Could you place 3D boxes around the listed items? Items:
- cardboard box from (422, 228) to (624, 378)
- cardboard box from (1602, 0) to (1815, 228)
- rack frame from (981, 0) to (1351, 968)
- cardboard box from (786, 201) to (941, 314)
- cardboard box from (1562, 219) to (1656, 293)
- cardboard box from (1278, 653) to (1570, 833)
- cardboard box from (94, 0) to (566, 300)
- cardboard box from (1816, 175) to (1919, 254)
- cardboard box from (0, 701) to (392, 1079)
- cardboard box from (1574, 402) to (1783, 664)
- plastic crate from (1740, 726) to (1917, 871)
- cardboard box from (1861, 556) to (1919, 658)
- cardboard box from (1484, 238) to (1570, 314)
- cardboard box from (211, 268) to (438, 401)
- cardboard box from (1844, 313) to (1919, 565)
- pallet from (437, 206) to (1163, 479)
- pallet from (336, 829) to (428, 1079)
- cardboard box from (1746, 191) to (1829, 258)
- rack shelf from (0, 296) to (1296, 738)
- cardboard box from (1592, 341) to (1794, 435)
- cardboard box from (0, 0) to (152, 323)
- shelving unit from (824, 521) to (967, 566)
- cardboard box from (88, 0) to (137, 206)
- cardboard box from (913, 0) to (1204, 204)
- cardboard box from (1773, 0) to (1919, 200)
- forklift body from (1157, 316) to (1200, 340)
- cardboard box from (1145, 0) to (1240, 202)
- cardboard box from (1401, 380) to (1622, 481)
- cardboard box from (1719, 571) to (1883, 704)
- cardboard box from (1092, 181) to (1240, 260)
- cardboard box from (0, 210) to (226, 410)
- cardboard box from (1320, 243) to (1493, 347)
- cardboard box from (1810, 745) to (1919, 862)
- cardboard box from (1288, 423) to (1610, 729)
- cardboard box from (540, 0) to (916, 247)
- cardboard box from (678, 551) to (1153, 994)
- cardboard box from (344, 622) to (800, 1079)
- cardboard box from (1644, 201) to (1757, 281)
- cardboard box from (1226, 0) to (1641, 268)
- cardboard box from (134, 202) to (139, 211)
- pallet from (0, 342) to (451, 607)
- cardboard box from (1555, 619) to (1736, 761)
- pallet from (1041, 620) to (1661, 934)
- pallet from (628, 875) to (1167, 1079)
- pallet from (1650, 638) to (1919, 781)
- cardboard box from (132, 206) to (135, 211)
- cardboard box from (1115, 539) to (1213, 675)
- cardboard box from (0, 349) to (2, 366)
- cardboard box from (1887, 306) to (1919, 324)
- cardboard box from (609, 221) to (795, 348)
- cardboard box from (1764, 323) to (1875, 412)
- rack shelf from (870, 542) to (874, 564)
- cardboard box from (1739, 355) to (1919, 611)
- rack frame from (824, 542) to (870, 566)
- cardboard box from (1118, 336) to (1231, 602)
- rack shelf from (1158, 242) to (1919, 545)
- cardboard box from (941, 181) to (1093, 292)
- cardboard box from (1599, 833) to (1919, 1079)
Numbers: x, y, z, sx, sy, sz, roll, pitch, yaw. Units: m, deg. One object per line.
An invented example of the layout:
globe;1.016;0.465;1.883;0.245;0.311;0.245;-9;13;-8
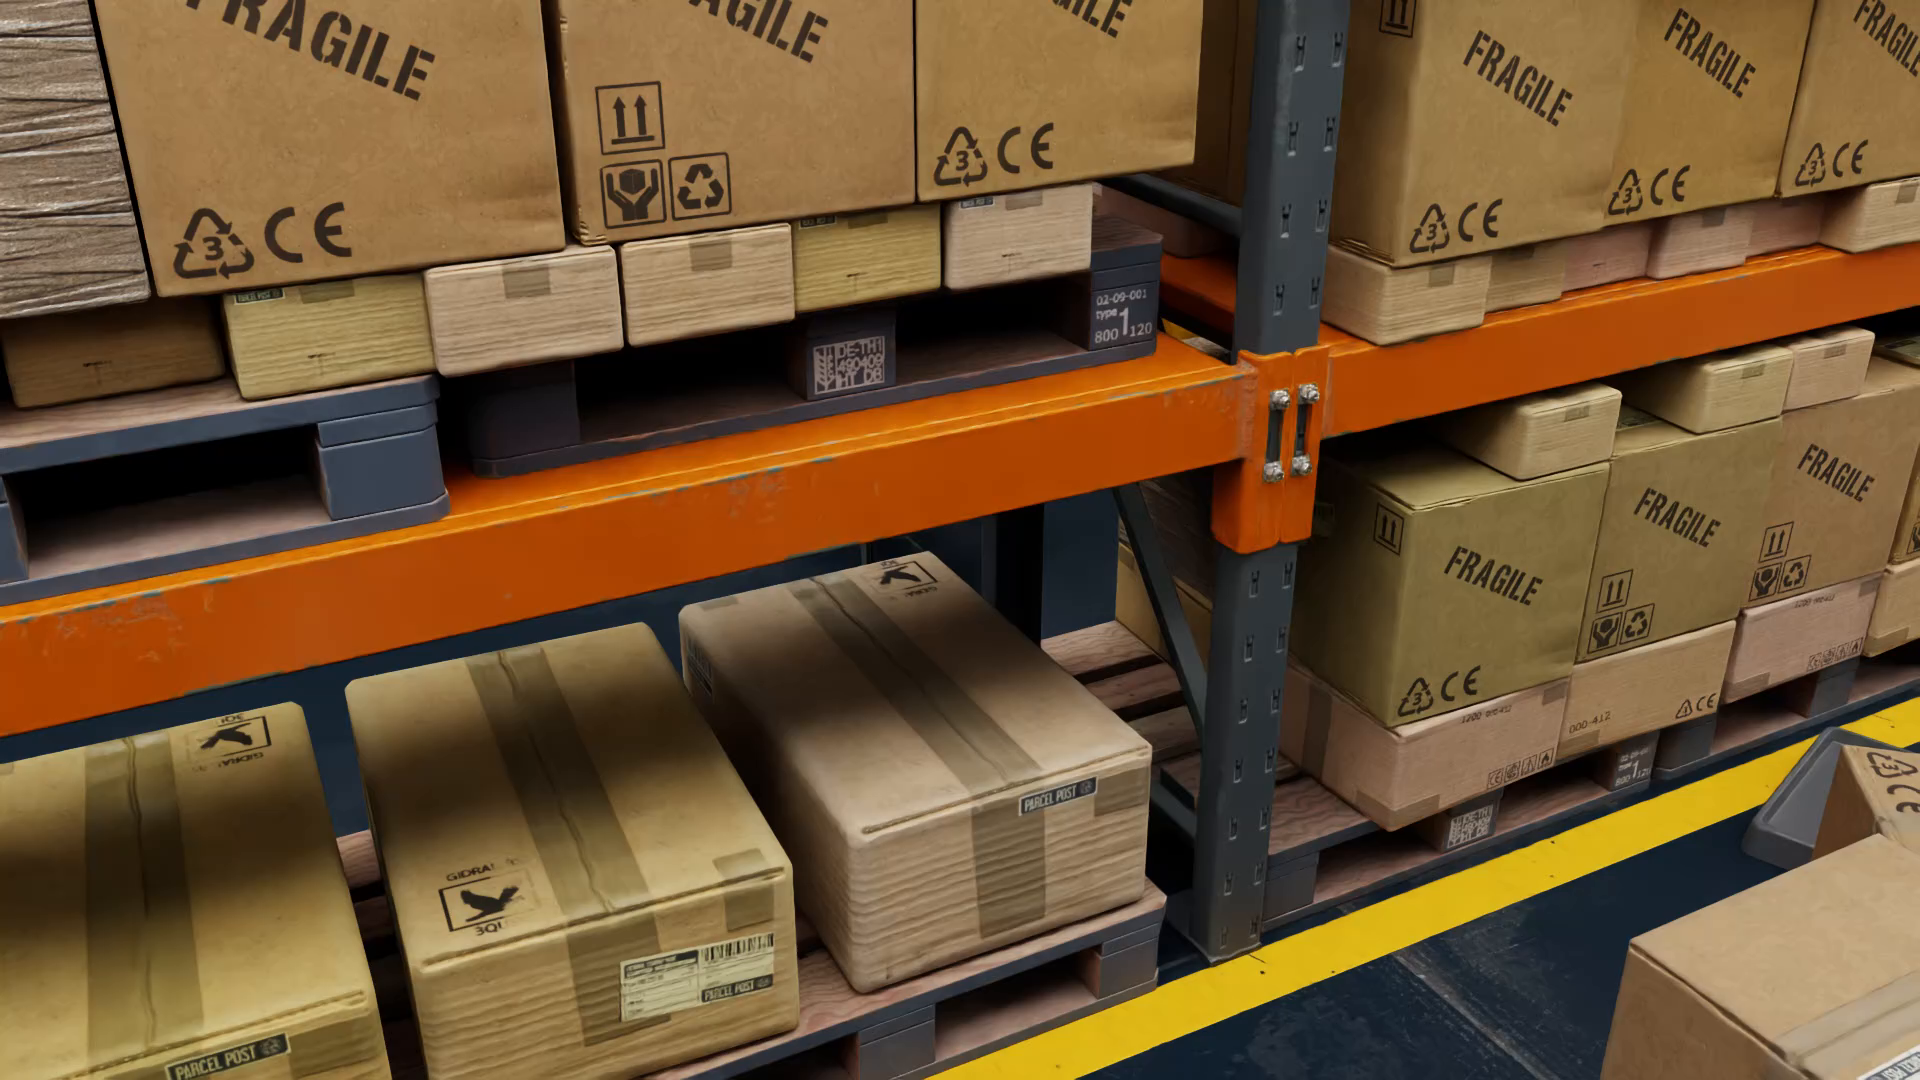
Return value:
cardboard box;-0.662;-0.376;2.372;0.250;0.149;0.380;-13;28;-25
cardboard box;1.289;-0.950;3.303;0.500;0.500;0.500;-13;29;-25
rack frame;0.337;-0.676;3.193;0.127;3.000;1.000;-13;29;-25
cardboard box;-0.228;-0.495;2.621;0.250;0.149;0.380;-14;29;-27
cardboard box;1.185;-0.642;3.411;0.250;0.149;0.380;-13;29;-25
cardboard box;0.985;0.357;3.733;0.500;0.250;0.500;-14;29;-27
cardboard box;-0.858;-0.659;2.212;0.500;0.500;0.500;-12;28;-23
cardboard box;1.899;-0.762;3.661;0.250;0.149;0.380;-13;28;-25
cardboard box;-1.370;0.717;2.842;0.625;0.372;0.950;-12;28;-23
cardboard box;1.452;-0.095;3.807;0.500;0.500;0.500;-12;28;-23
plastic crate;2.108;0.633;3.838;0.402;0.080;0.583;21;33;37
cardboard box;2.360;0.038;4.397;0.500;0.250;0.500;-14;29;-27
cardboard box;0.965;-0.576;3.274;0.250;0.149;0.380;-12;28;-24
cardboard box;-0.894;-0.340;2.297;0.250;0.149;0.380;-13;29;-25
cardboard box;2.375;-0.308;4.252;0.500;0.500;0.500;-14;29;-26
pallet;-0.406;-0.490;3.026;1.213;0.211;1.003;-13;29;-25
pallet;-1.427;0.990;2.944;1.213;0.211;1.003;-13;29;-25
cardboard box;1.640;-0.745;3.626;0.250;0.149;0.380;-13;29;-25
rack shelf;-1.428;0.055;2.500;4.000;0.370;1.077;-13;29;-25
cardboard box;1.576;-0.381;3.655;0.250;0.149;0.380;-12;28;-23
cardboard box;-1.319;-0.552;1.989;0.500;0.500;0.500;-14;29;-27
shelving unit;-0.146;-0.913;4.725;0.503;2.100;0.431;-13;29;-25
cardboard box;-1.544;-0.752;2.407;0.500;0.500;0.500;-14;29;-27
cardboard box;0.038;-0.863;2.637;0.500;0.500;0.500;-14;29;-26
cardboard box;1.738;-1.047;3.506;0.500;0.500;0.500;-13;29;-26
forklift body;0.713;-1.920;6.764;1.214;2.155;2.313;-13;29;-25
cardboard box;0.612;-1.041;3.493;0.500;0.500;0.500;-14;29;-26
cardboard box;1.123;-0.276;3.435;0.250;0.149;0.380;-13;28;-24
cardboard box;1.917;0.135;4.195;0.500;0.250;0.500;-13;29;-26
cardboard box;0.477;-0.745;3.626;0.250;0.149;0.380;-13;29;-26
cardboard box;-1.175;-0.325;2.267;0.250;0.149;0.380;-14;29;-27
cardboard box;0.766;-0.505;3.126;0.250;0.149;0.380;-13;29;-25
cardboard box;1.923;0.751;3.105;0.500;0.500;0.500;5;26;11
cardboard box;0.985;0.019;3.570;0.500;0.500;0.500;-12;28;-23
cardboard box;-0.399;-0.761;2.426;0.500;0.500;0.500;-13;28;-25
cardboard box;-0.124;0.427;3.446;0.625;0.372;0.950;-13;28;-24
cardboard box;-0.757;0.575;3.138;0.625;0.372;0.950;-11;28;-22
cardboard box;1.419;-0.679;3.488;0.250;0.149;0.380;-12;28;-24
cardboard box;0.857;-0.839;3.072;0.500;0.500;0.500;-13;29;-25
cardboard box;-1.203;-0.540;2.714;0.250;0.149;0.380;-13;28;-25
pallet;-1.465;-0.194;2.410;1.213;0.211;1.003;-13;29;-25
cardboard box;1.451;0.244;3.968;0.500;0.250;0.500;-11;28;-22
pallet;0.913;0.431;4.109;1.213;0.211;1.003;-13;29;-25
pallet;-0.349;0.740;3.465;1.213;0.211;1.003;-13;29;-25
pallet;1.991;0.180;4.630;1.213;0.211;1.003;-13;29;-25
cardboard box;-3.145;-1.424;7.009;0.625;0.625;0.875;-13;29;-26
cardboard box;0.732;0.151;4.162;0.500;0.250;0.500;-12;28;-23
cardboard box;-1.369;-0.243;2.096;0.250;0.149;0.380;-12;28;-23
cardboard box;2.534;-0.605;4.120;0.250;0.149;0.380;-12;28;-23
cardboard box;-0.439;-0.429;2.483;0.250;0.149;0.380;-14;29;-26
cardboard box;1.812;-0.437;3.771;0.250;0.149;0.380;-11;28;-22
rack shelf;-0.146;-0.270;5.034;0.480;0.518;0.431;-13;29;-25
cardboard box;1.910;-0.200;4.025;0.500;0.500;0.500;-11;28;-22
rack frame;-0.361;-0.863;4.622;0.015;2.100;0.400;-13;29;-25
cardboard box;0.733;-0.187;3.999;0.500;0.500;0.500;-13;29;-26
rack shelf;2.102;-0.759;4.197;4.000;0.370;1.077;-13;29;-25
cardboard box;0.013;-0.542;2.718;0.250;0.149;0.380;-13;28;-24
cardboard box;1.201;0.783;2.167;0.500;0.500;0.500;-13;29;-25
